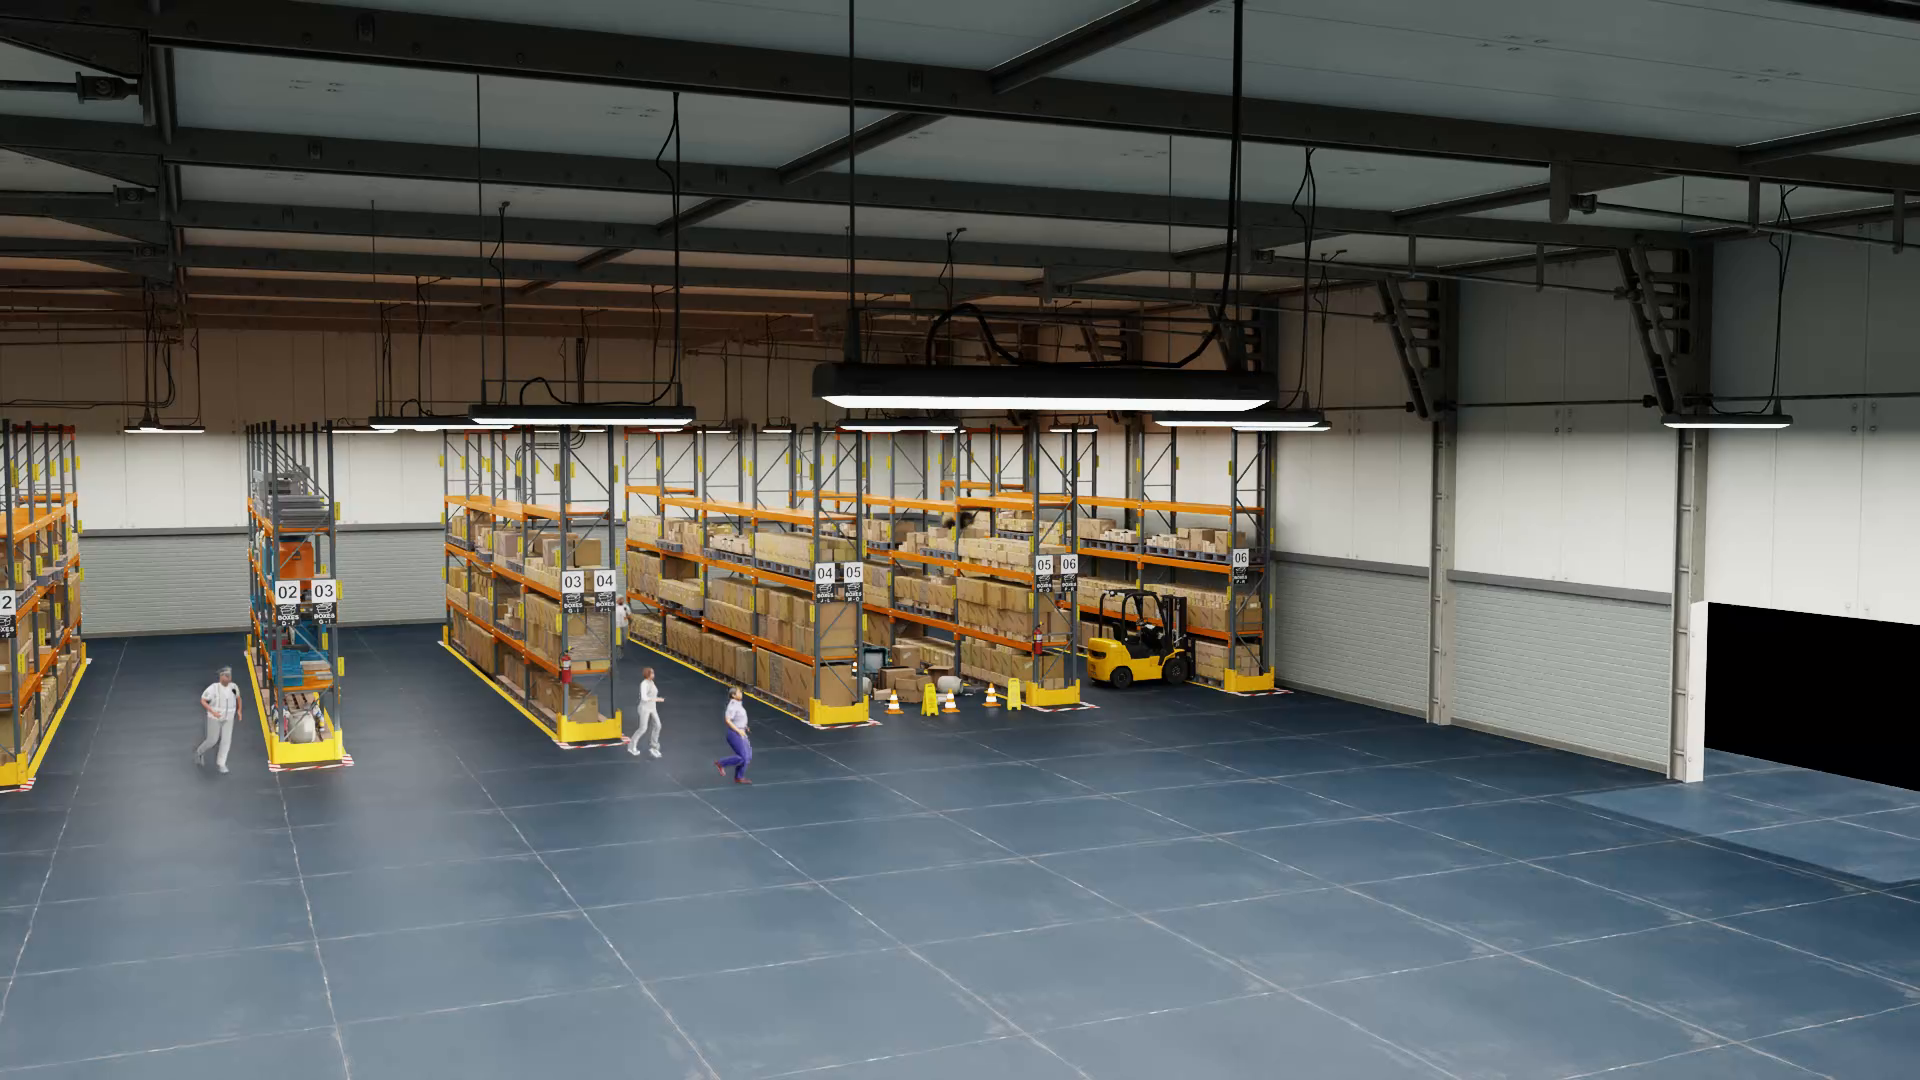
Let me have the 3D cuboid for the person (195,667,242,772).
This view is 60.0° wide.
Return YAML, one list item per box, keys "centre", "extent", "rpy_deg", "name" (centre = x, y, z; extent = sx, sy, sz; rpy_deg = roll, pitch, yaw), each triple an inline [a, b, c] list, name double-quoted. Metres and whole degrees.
- centre: [-12.702, 3.061, 28.640]
  extent: [0.822, 1.751, 0.730]
  rpy_deg: [3, 5, 42]
  name: "person"

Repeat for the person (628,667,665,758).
- centre: [-5.574, 3.132, 29.619]
  extent: [0.706, 1.563, 0.555]
  rpy_deg: [1, 4, 14]
  name: "person"

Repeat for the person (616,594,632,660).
- centre: [-8.699, 2.239, 42.594]
  extent: [0.578, 1.686, 0.681]
  rpy_deg: [-2, 4, -24]
  name: "person"

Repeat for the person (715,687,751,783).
- centre: [-3.734, 3.218, 27.397]
  extent: [0.584, 1.606, 0.609]
  rpy_deg: [0, 4, -2]
  name: "person"
